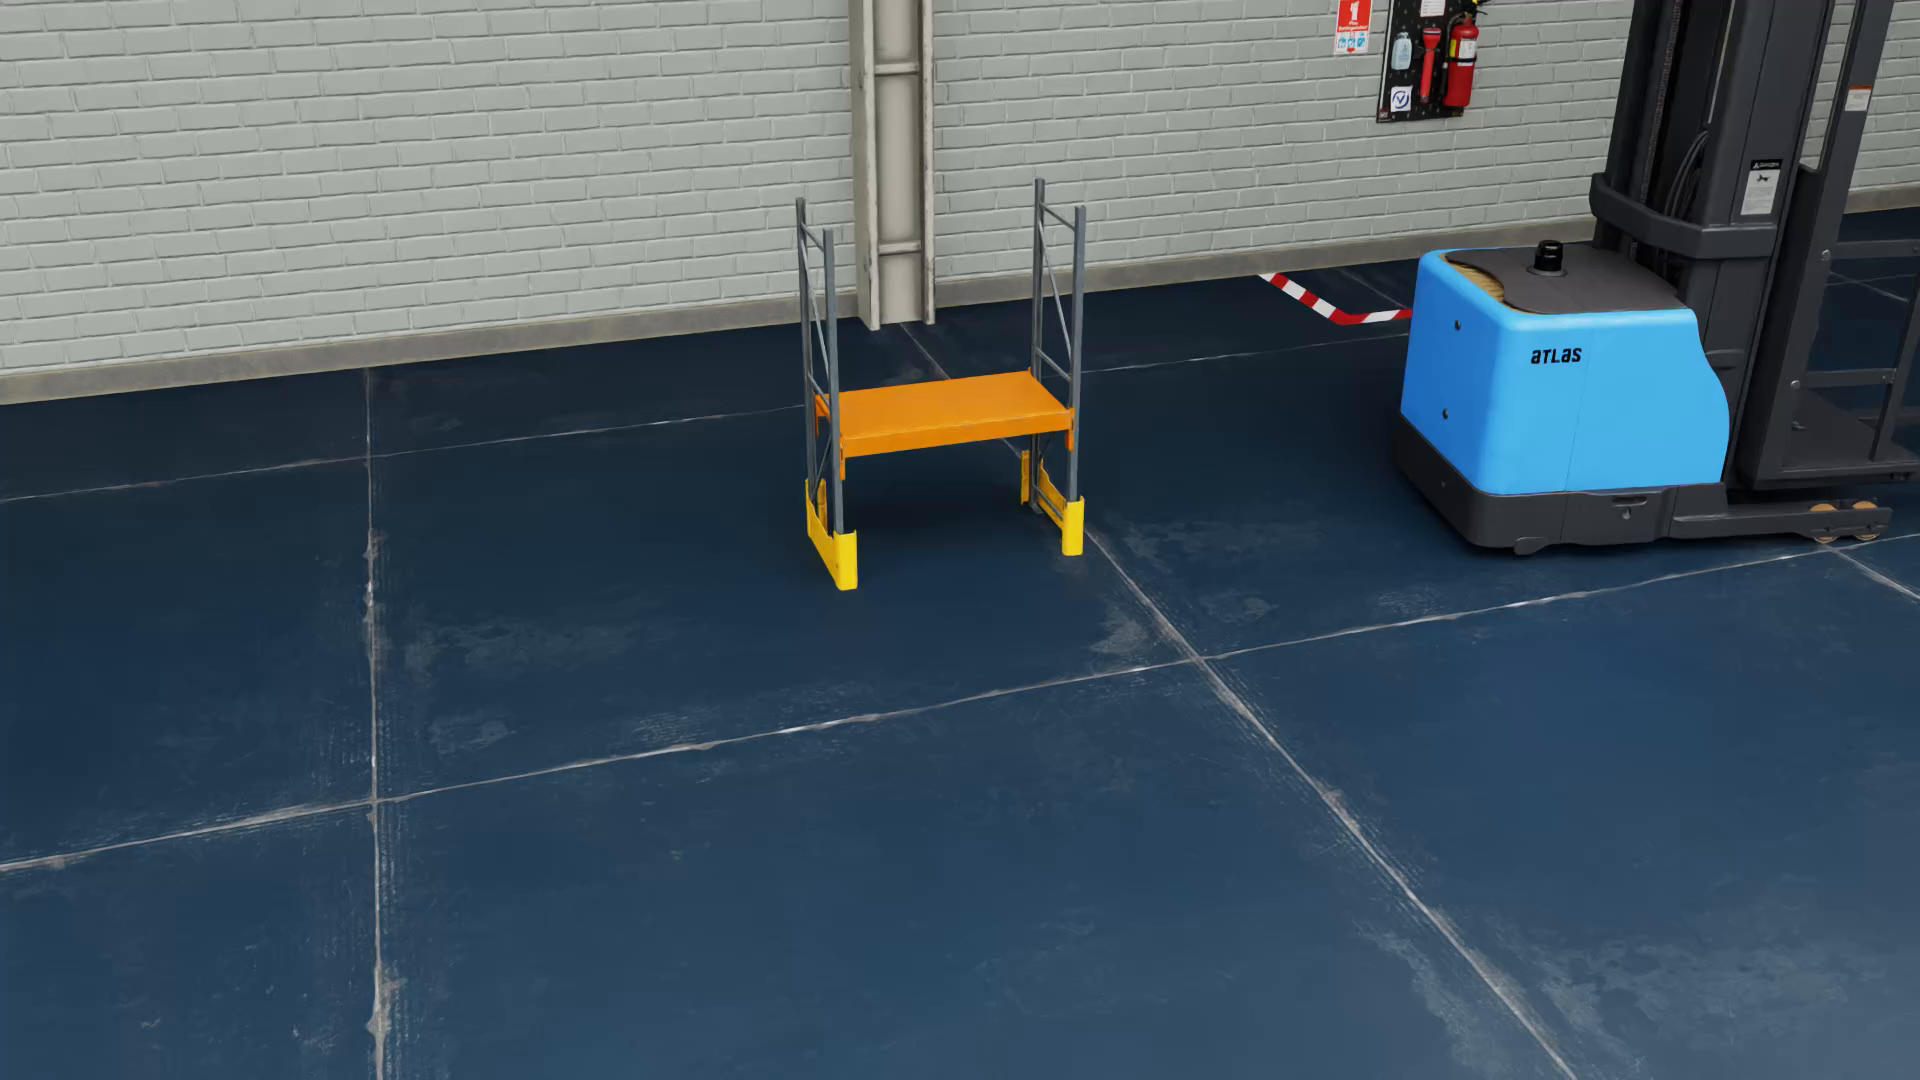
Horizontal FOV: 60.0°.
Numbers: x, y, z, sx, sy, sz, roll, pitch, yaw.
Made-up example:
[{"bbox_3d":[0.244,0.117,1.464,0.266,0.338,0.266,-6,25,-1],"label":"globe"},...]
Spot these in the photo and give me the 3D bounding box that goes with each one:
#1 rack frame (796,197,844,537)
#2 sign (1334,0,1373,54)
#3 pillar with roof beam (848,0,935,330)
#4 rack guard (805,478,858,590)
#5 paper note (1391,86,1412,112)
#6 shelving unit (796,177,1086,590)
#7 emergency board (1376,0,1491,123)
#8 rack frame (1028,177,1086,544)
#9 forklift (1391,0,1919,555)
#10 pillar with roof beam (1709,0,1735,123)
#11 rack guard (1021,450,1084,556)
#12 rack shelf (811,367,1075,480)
[{"bbox_3d":[-0.564,-0.590,6.752,0.032,1.500,0.500,-8,28,-16],"label":"rack frame"},{"bbox_3d":[2.405,-3.145,10.172,0.234,0.329,0.001,-8,28,-16],"label":"sign"},{"bbox_3d":[0.953,-3.527,4.234,0.400,9.000,9.100,-8,28,-16],"label":"pillar with roof beam"},{"bbox_3d":[-0.546,-0.033,7.035,0.087,0.250,0.587,-8,28,-16],"label":"rack guard"},{"bbox_3d":[2.773,-2.772,10.451,0.142,0.148,0.016,-8,28,-16],"label":"paper note"},{"bbox_3d":[-0.072,-0.661,6.895,1.083,1.500,0.587,-8,28,-16],"label":"shelving unit"},{"bbox_3d":[2.963,-3.162,10.246,0.643,1.169,0.194,-8,28,-16],"label":"emergency board"},{"bbox_3d":[0.402,-0.730,7.034,0.032,1.500,0.500,-8,28,-16],"label":"rack frame"},{"bbox_3d":[3.597,-1.531,7.037,3.031,2.935,1.130,-3,27,-7],"label":"forklift"},{"bbox_3d":[6.658,-4.353,5.898,0.400,9.000,9.100,-8,28,-16],"label":"pillar with roof beam"},{"bbox_3d":[0.401,-0.170,7.311,0.087,0.250,0.587,-8,28,-16],"label":"rack guard"},{"bbox_3d":[-0.081,-0.499,6.973,1.000,0.185,0.538,-8,28,-16],"label":"rack shelf"}]
